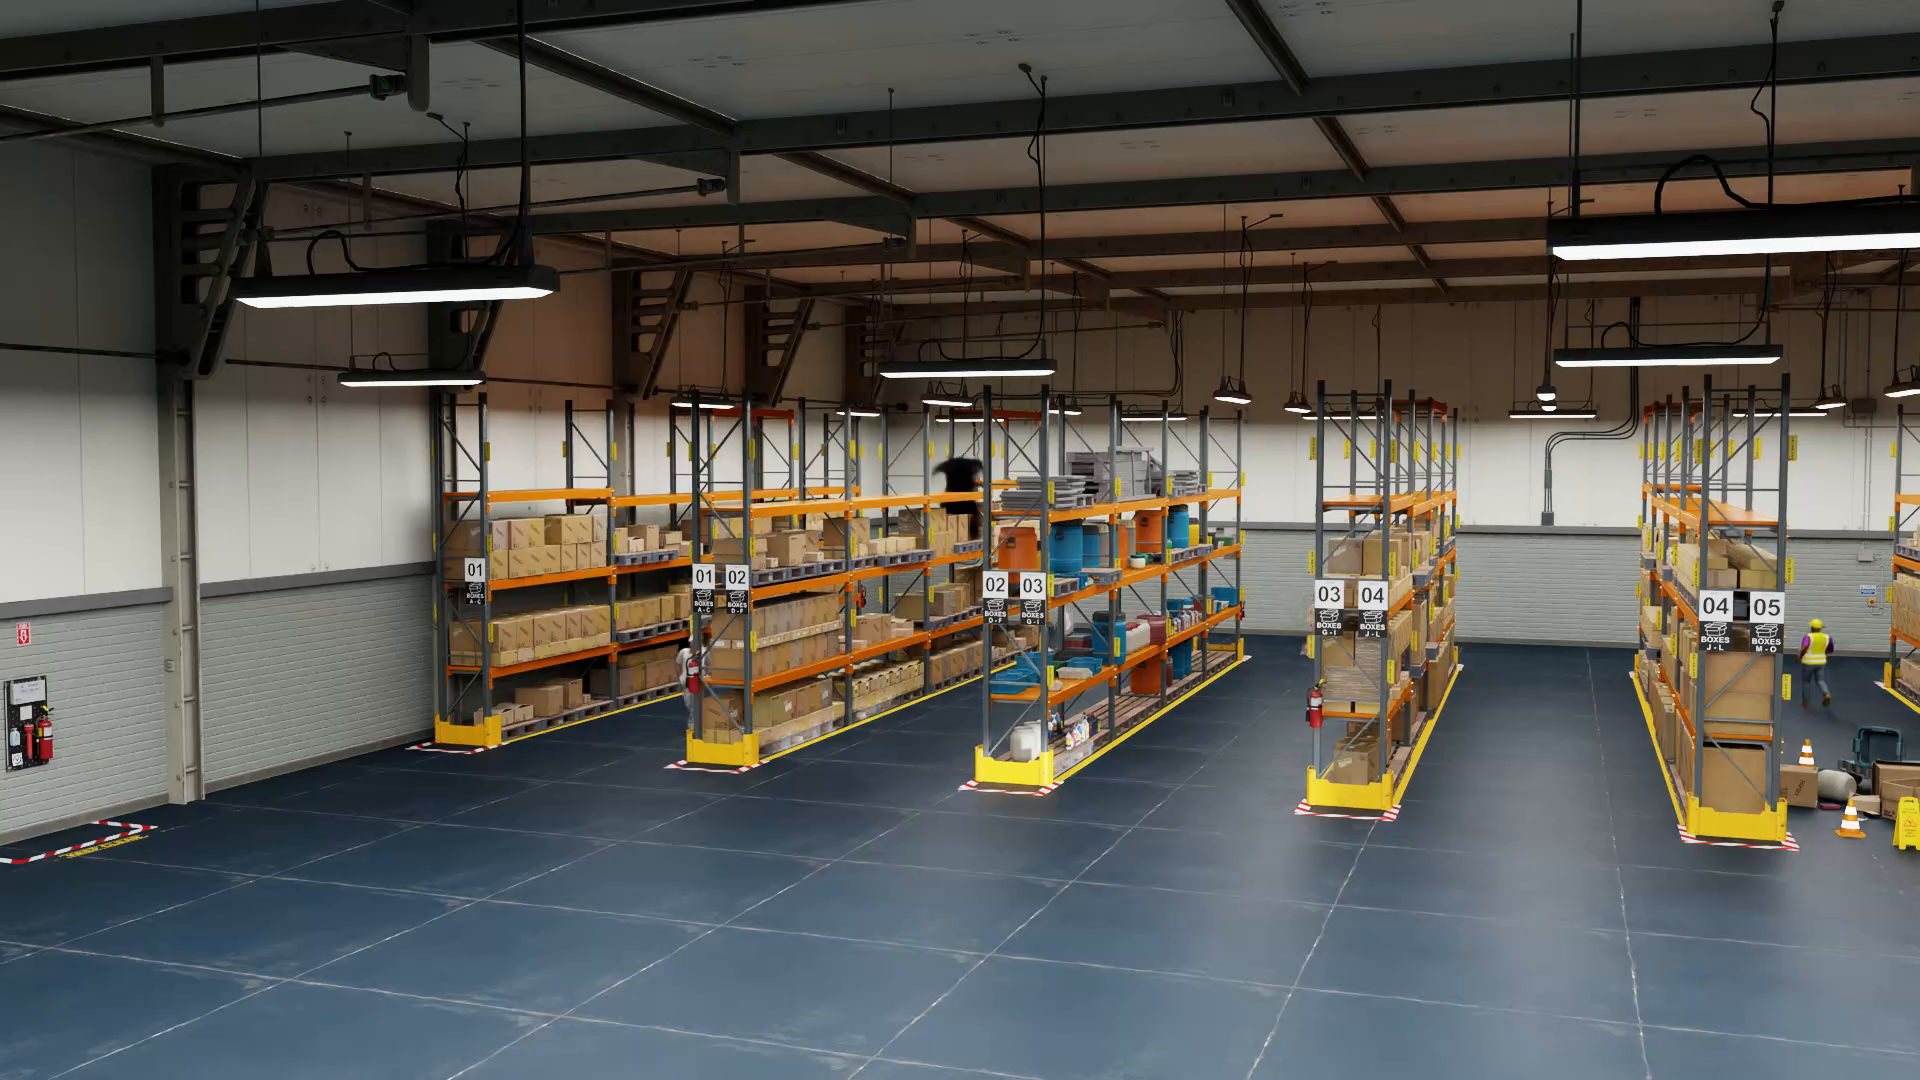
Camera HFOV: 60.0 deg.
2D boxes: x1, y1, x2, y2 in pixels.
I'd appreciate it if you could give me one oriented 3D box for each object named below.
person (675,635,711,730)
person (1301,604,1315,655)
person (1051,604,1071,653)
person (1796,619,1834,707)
[{"bbox_3d":[-4.787,2.550,29.957,0.674,1.730,0.624,0,3,-2],"label":"person"},{"bbox_3d":[8.775,2.070,40.739,0.841,1.523,0.579,2,4,32],"label":"person"},{"bbox_3d":[2.342,2.183,38.467,0.561,1.543,0.598,2,4,34],"label":"person"},{"bbox_3d":[16.592,2.400,32.274,0.697,1.743,0.907,0,3,4],"label":"person"}]
